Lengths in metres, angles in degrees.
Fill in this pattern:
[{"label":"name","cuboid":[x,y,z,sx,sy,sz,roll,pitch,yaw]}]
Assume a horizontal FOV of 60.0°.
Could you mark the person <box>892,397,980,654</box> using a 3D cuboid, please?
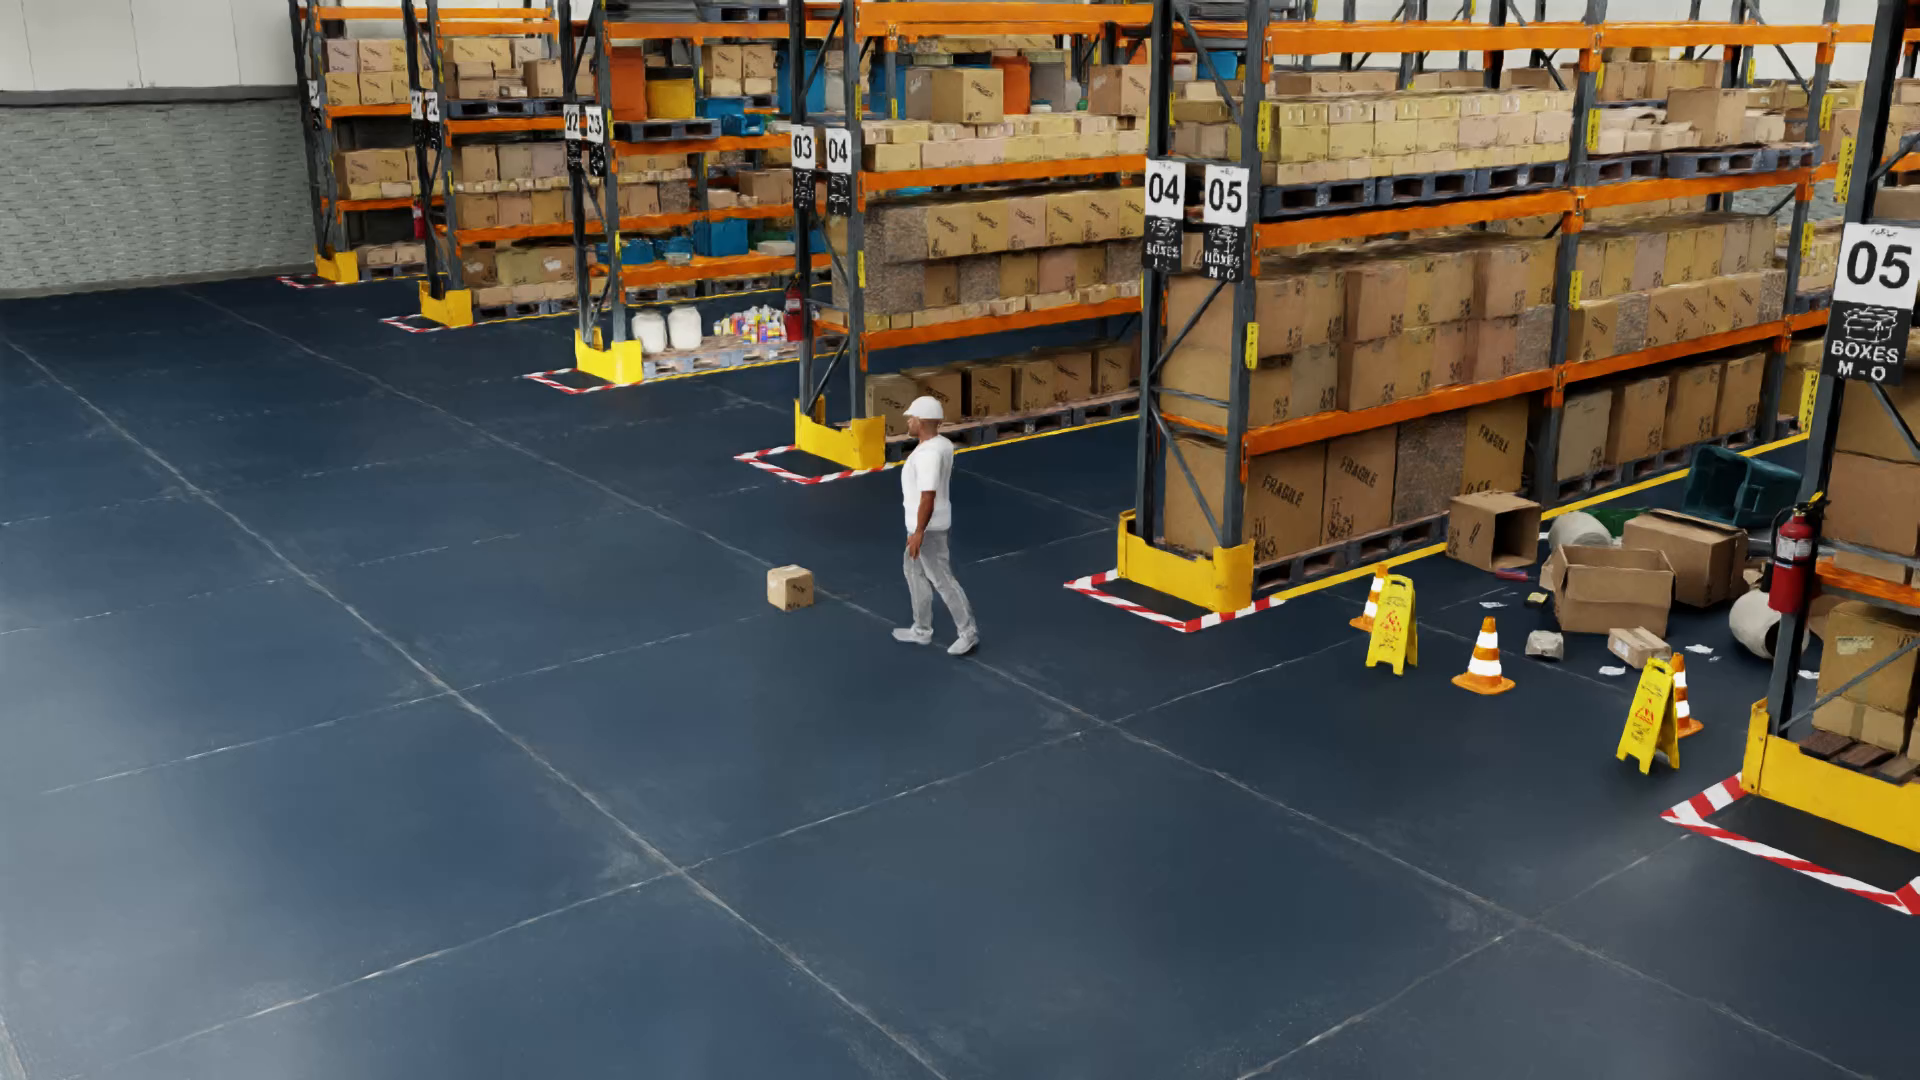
[{"label":"person","cuboid":[-0.172,-0.112,11.376,0.630,1.754,0.655,1,18,3]}]
